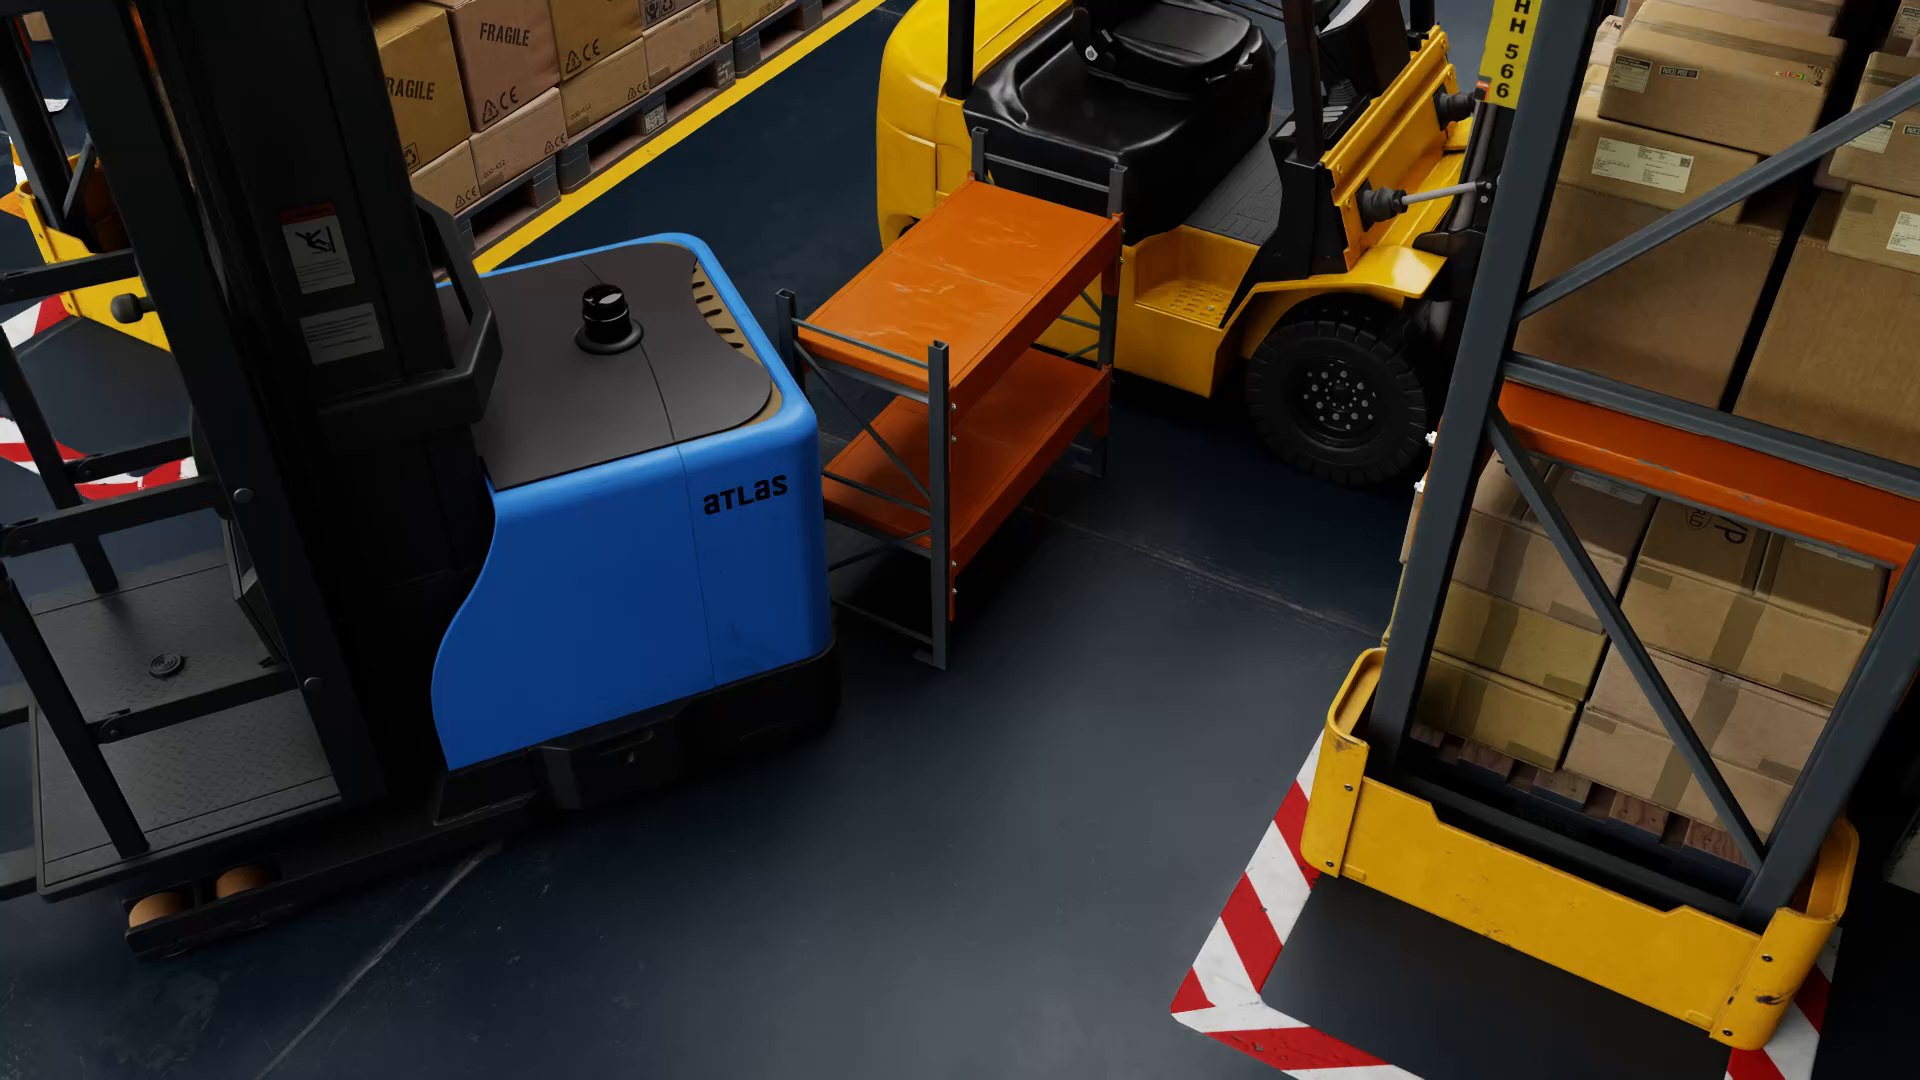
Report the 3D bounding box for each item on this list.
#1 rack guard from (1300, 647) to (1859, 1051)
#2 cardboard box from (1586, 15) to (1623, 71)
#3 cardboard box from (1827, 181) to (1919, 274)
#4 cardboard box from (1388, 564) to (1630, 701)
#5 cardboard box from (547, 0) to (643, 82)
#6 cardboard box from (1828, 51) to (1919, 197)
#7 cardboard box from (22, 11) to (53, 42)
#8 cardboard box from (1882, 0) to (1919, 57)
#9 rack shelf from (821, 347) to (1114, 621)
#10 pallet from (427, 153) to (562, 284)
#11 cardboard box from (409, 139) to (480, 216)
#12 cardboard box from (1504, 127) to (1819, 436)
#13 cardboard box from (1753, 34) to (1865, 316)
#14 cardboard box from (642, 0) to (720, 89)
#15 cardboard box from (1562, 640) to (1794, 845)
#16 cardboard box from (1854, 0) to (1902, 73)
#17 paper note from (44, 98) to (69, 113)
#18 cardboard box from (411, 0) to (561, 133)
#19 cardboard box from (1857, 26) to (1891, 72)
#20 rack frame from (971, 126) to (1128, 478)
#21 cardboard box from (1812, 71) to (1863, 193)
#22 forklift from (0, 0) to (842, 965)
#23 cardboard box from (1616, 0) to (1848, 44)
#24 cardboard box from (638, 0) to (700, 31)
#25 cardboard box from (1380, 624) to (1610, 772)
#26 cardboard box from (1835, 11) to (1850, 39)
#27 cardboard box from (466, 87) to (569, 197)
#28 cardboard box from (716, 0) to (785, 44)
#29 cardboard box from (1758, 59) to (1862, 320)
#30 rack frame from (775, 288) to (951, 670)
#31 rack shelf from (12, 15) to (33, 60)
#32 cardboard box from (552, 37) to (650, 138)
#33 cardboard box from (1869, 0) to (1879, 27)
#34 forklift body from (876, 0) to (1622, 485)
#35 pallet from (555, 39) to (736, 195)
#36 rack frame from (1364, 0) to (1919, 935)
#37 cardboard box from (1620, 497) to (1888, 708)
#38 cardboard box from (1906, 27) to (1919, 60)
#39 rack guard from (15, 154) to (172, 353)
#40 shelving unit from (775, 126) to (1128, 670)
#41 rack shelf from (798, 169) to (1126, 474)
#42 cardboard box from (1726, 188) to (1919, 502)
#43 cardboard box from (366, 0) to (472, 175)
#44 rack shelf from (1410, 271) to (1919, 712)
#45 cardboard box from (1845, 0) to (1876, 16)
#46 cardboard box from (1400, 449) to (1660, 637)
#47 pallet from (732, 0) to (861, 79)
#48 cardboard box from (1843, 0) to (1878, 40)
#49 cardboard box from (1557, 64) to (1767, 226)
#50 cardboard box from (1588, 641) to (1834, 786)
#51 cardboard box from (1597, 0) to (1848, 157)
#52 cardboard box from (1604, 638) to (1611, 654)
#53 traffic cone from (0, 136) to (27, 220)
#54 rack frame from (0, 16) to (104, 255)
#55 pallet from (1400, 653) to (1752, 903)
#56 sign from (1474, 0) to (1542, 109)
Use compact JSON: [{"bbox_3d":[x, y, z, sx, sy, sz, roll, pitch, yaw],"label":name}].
[{"bbox_3d":[1.454,0.732,4.040,1.175,0.500,0.348,21,45,22],"label":"rack guard"},{"bbox_3d":[1.499,-0.948,3.490,0.380,0.149,0.250,22,46,23],"label":"cardboard box"},{"bbox_3d":[1.860,-0.609,3.105,0.380,0.149,0.250,20,45,21],"label":"cardboard box"},{"bbox_3d":[1.439,0.085,4.268,0.500,0.250,0.500,20,45,22],"label":"cardboard box"},{"bbox_3d":[-1.663,-2.235,6.714,0.500,0.500,0.500,22,46,23],"label":"cardboard box"},{"bbox_3d":[1.819,-0.734,3.022,0.380,0.149,0.250,20,45,21],"label":"cardboard box"},{"bbox_3d":[-4.146,-2.765,8.008,0.797,0.503,0.637,-7,42,-7],"label":"cardboard box"},{"bbox_3d":[2.099,-1.028,3.356,0.380,0.149,0.250,22,46,23],"label":"cardboard box"},{"bbox_3d":[0.003,-0.243,5.044,0.538,0.278,1.000,21,45,22],"label":"rack shelf"},{"bbox_3d":[-2.358,-1.309,6.577,1.003,0.211,1.213,21,45,22],"label":"pallet"},{"bbox_3d":[-2.190,-1.355,6.282,0.500,0.250,0.500,21,45,22],"label":"cardboard box"},{"bbox_3d":[1.485,-0.626,3.615,0.500,0.500,0.500,20,45,21],"label":"cardboard box"},{"bbox_3d":[1.753,-0.919,3.949,0.500,0.500,0.500,22,46,23],"label":"cardboard box"},{"bbox_3d":[-1.411,-2.249,7.297,0.500,0.250,0.500,22,46,23],"label":"cardboard box"},{"bbox_3d":[1.881,0.438,4.245,0.500,0.250,0.500,21,46,22],"label":"cardboard box"},{"bbox_3d":[2.444,-1.043,4.090,0.500,0.500,0.500,20,45,22],"label":"cardboard box"},{"bbox_3d":[-4.084,-1.944,7.434,0.148,0.019,0.142,7,42,8],"label":"paper note"},{"bbox_3d":[-1.921,-1.951,6.391,0.500,0.500,0.500,19,45,21],"label":"cardboard box"},{"bbox_3d":[2.061,-0.914,3.452,0.380,0.149,0.250,20,45,21],"label":"cardboard box"},{"bbox_3d":[0.258,-0.717,5.213,0.500,1.125,0.032,21,45,22],"label":"rack frame"},{"bbox_3d":[1.929,-0.771,3.290,0.380,0.149,0.250,21,45,22],"label":"cardboard box"},{"bbox_3d":[-1.892,-0.476,3.572,3.031,2.935,1.130,-17,44,-18],"label":"forklift"},{"bbox_3d":[1.559,-1.038,3.368,0.380,0.149,0.250,21,46,22],"label":"cardboard box"},{"bbox_3d":[-1.403,-2.544,7.064,0.500,0.500,0.500,23,46,24],"label":"cardboard box"},{"bbox_3d":[1.428,0.281,4.424,0.500,0.250,0.500,21,46,22],"label":"cardboard box"},{"bbox_3d":[1.816,-1.214,3.792,0.380,0.149,0.250,21,45,22],"label":"cardboard box"},{"bbox_3d":[-1.928,-1.644,6.610,0.500,0.250,0.500,23,46,24],"label":"cardboard box"},{"bbox_3d":[-1.153,-2.538,7.625,0.500,0.250,0.500,20,45,21],"label":"cardboard box"},{"bbox_3d":[2.196,-0.754,3.761,0.500,0.500,0.500,22,46,23],"label":"cardboard box"},{"bbox_3d":[-0.251,-0.135,4.552,0.500,1.125,0.032,21,45,22],"label":"rack frame"},{"bbox_3d":[-1.833,-2.733,6.629,1.077,0.370,4.000,21,45,22],"label":"rack shelf"},{"bbox_3d":[-1.666,-1.961,6.970,0.500,0.250,0.500,24,47,25],"label":"cardboard box"},{"bbox_3d":[2.521,-1.785,4.931,0.500,0.500,0.500,20,45,22],"label":"cardboard box"},{"bbox_3d":[0.835,-1.589,5.427,2.313,2.155,1.214,21,45,22],"label":"forklift body"},{"bbox_3d":[-1.747,-2.005,7.367,1.003,0.211,1.213,21,45,22],"label":"pallet"},{"bbox_3d":[1.466,-0.220,3.230,1.000,3.000,0.127,21,45,22],"label":"rack frame"},{"bbox_3d":[1.870,0.067,3.910,0.500,0.250,0.500,20,45,21],"label":"cardboard box"},{"bbox_3d":[2.006,-0.865,3.171,0.380,0.149,0.250,22,46,23],"label":"cardboard box"},{"bbox_3d":[-2.795,-0.964,5.967,1.175,0.500,0.348,21,45,22],"label":"rack guard"},{"bbox_3d":[0.003,-0.426,4.883,0.538,1.125,1.048,21,45,22],"label":"shelving unit"},{"bbox_3d":[0.003,-0.646,4.689,0.538,0.278,1.000,21,45,22],"label":"rack shelf"},{"bbox_3d":[1.954,-0.449,3.414,0.500,0.500,0.500,22,46,23],"label":"cardboard box"},{"bbox_3d":[-2.179,-1.650,6.049,0.500,0.500,0.500,19,45,21],"label":"cardboard box"},{"bbox_3d":[2.467,-1.094,4.767,1.077,0.370,4.000,21,45,22],"label":"rack shelf"},{"bbox_3d":[1.856,-1.315,3.682,0.380,0.149,0.250,21,46,22],"label":"cardboard box"},{"bbox_3d":[1.426,-0.087,4.086,0.500,0.250,0.500,22,46,23],"label":"cardboard box"},{"bbox_3d":[-1.137,-2.705,8.162,1.003,0.211,1.213,21,45,22],"label":"pallet"},{"bbox_3d":[2.009,-1.213,4.282,0.500,0.500,0.500,20,45,21],"label":"cardboard box"},{"bbox_3d":[1.397,-0.792,3.313,0.380,0.149,0.250,22,46,23],"label":"cardboard box"},{"bbox_3d":[1.881,0.267,4.062,0.500,0.250,0.500,22,46,23],"label":"cardboard box"},{"bbox_3d":[1.463,-0.887,3.196,0.380,0.149,0.250,21,46,22],"label":"cardboard box"},{"bbox_3d":[1.685,0.000,4.743,0.500,0.250,0.500,21,45,22],"label":"cardboard box"},{"bbox_3d":[-3.735,-1.580,6.694,0.336,0.463,0.334,21,45,22],"label":"traffic cone"},{"bbox_3d":[-2.833,-1.859,5.091,1.000,3.000,0.127,21,45,22],"label":"rack frame"},{"bbox_3d":[1.812,0.375,4.664,1.003,0.211,1.213,21,45,22],"label":"pallet"},{"bbox_3d":[1.003,-0.930,2.982,0.100,0.325,0.005,21,45,22],"label":"sign"}]
